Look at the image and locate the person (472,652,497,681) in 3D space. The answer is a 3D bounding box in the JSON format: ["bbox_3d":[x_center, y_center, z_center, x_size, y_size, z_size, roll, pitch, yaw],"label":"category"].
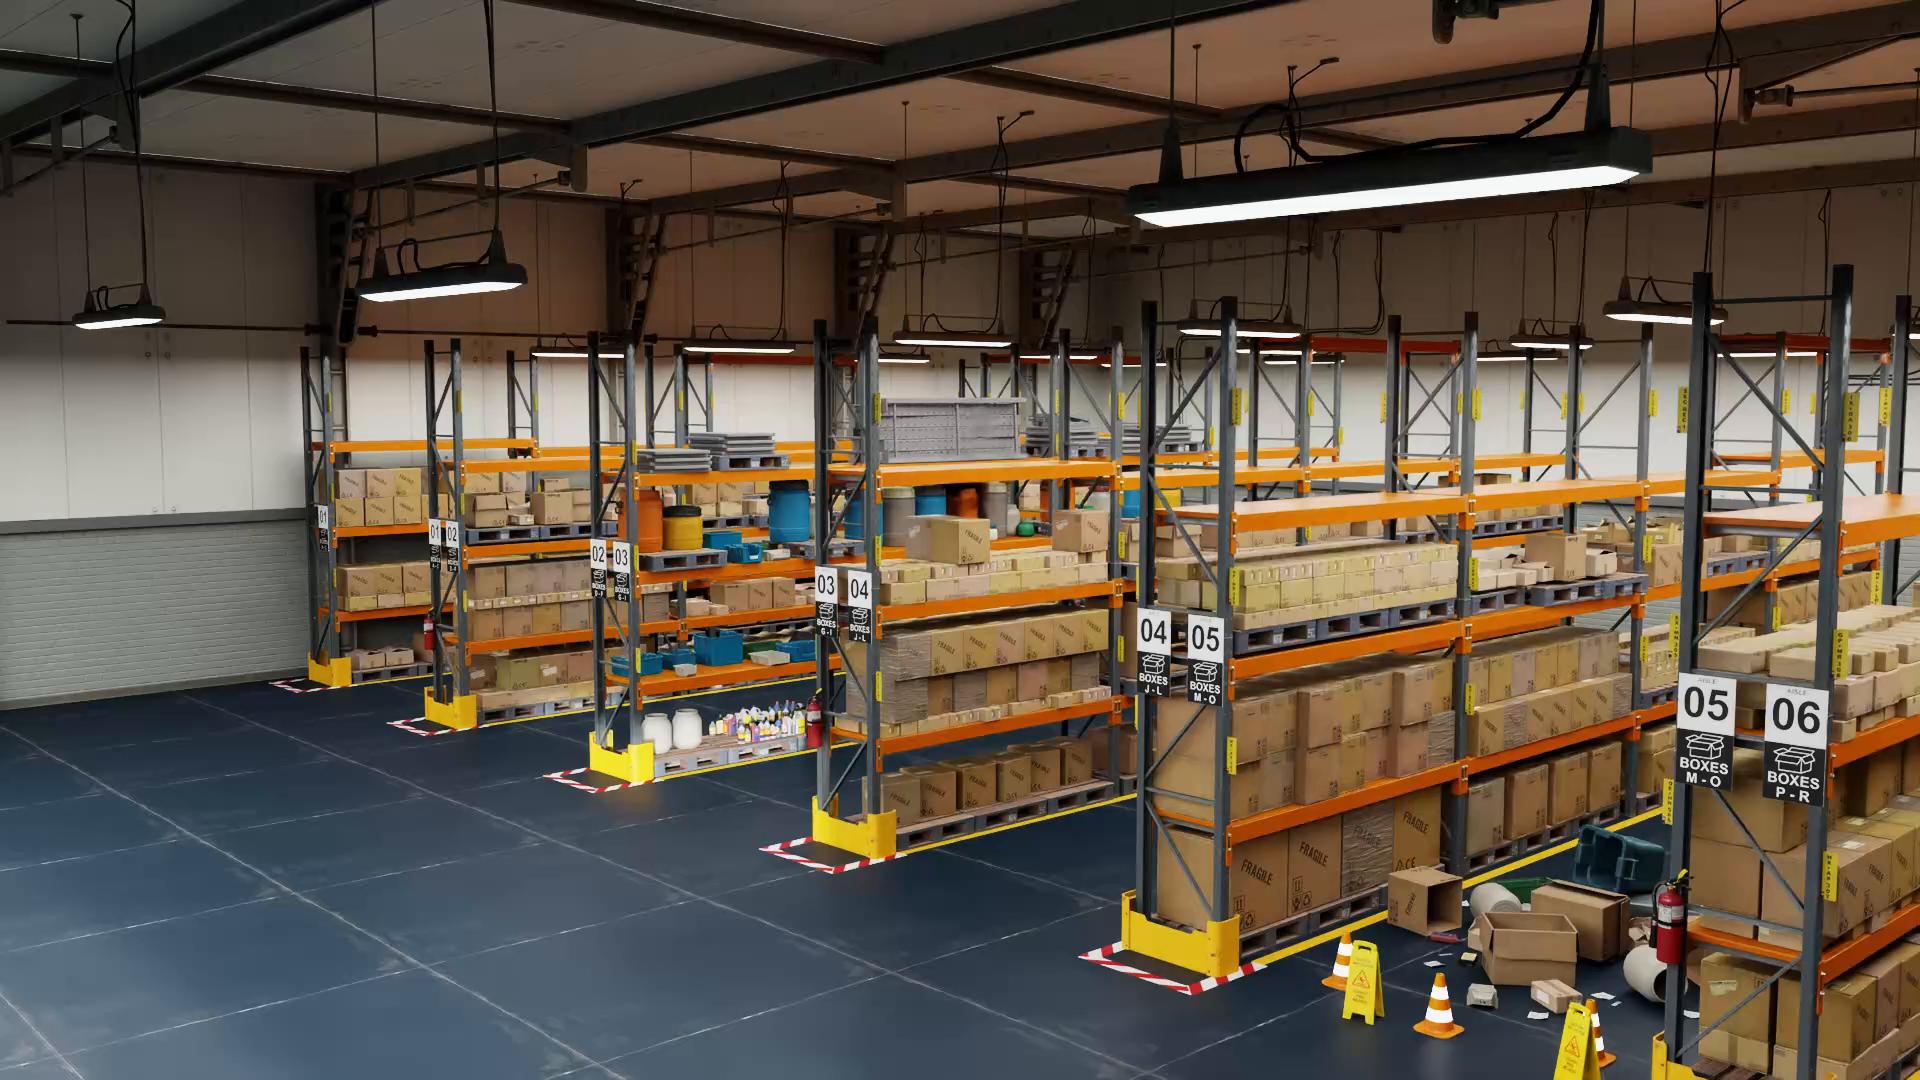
[{"bbox_3d":[-8.208,1.841,28.035,0.577,1.647,0.993,2,5,22],"label":"person"}]
